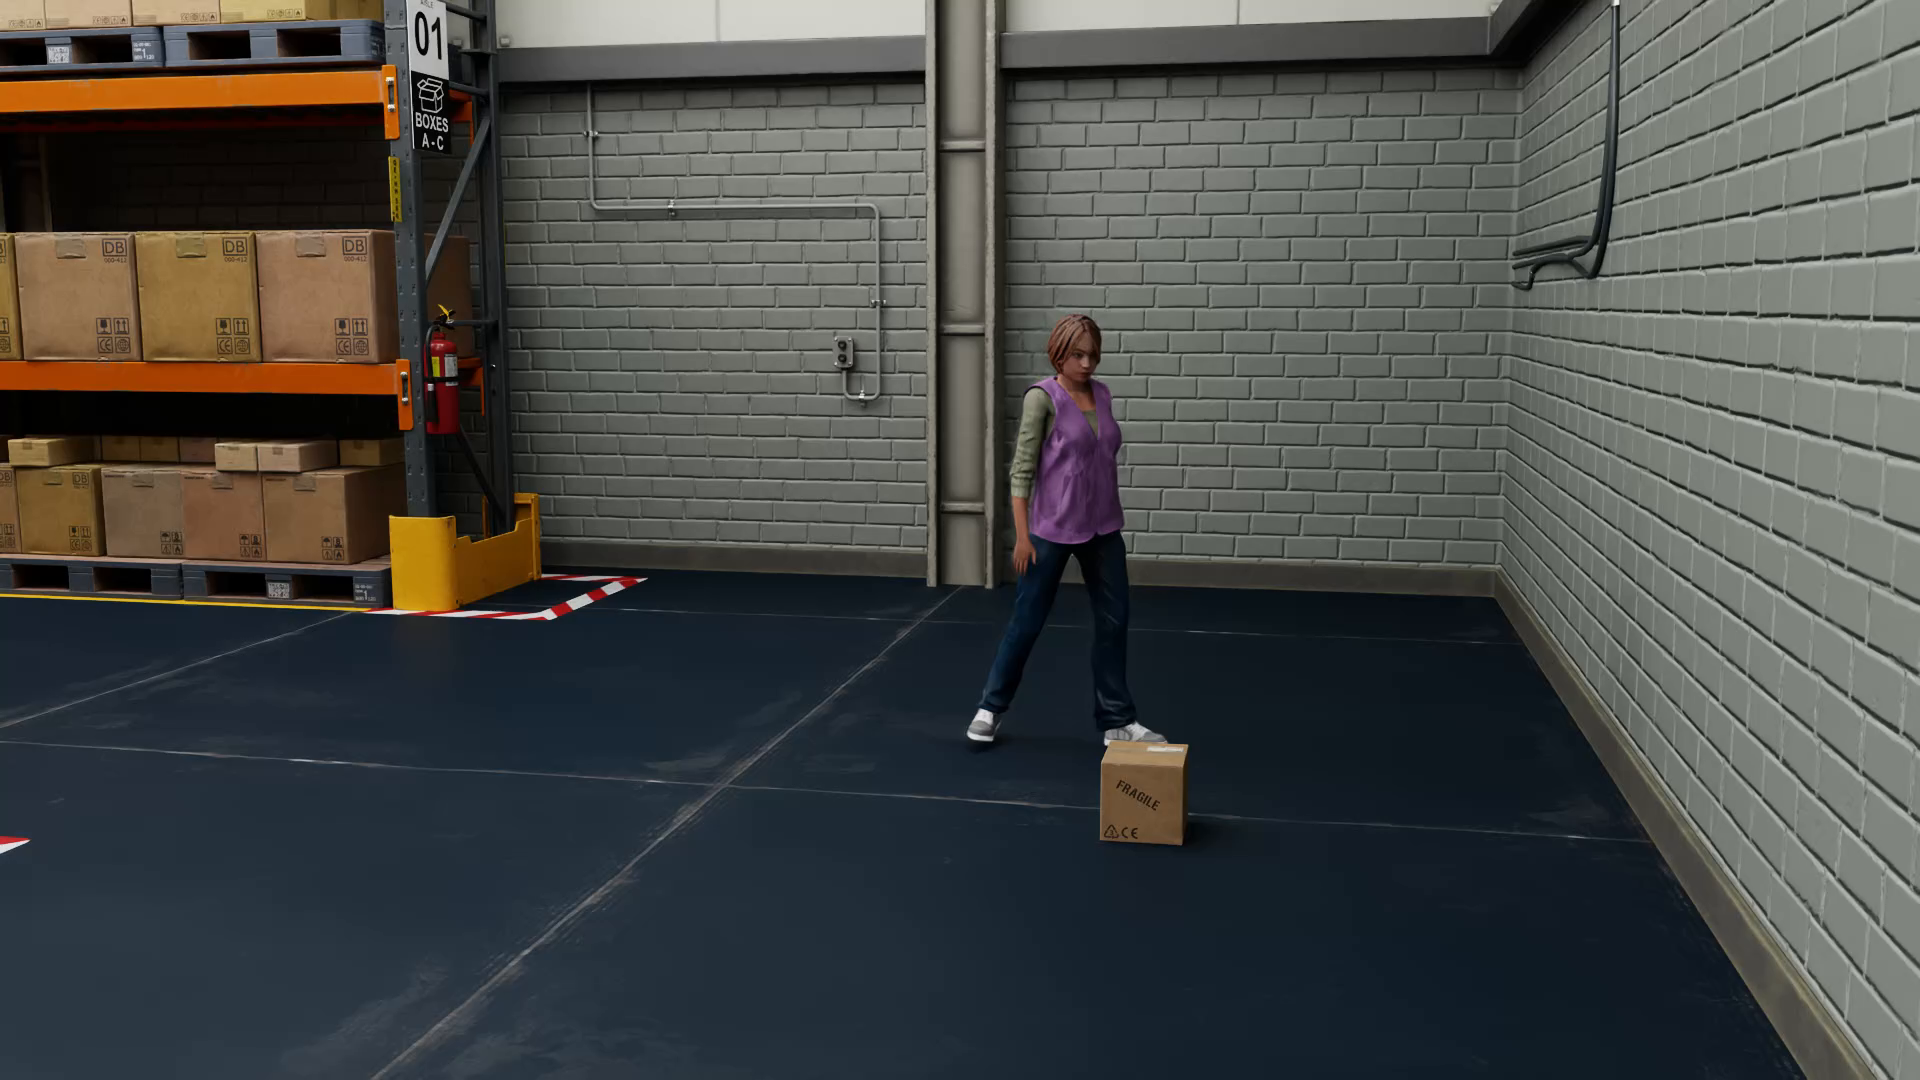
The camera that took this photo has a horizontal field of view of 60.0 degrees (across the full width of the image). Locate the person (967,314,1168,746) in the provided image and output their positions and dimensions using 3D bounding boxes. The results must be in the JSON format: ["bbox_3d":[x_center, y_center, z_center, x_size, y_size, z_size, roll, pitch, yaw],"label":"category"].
[{"bbox_3d":[0.357,0.007,5.985,0.582,1.517,0.620,-5,10,-32],"label":"person"}]
